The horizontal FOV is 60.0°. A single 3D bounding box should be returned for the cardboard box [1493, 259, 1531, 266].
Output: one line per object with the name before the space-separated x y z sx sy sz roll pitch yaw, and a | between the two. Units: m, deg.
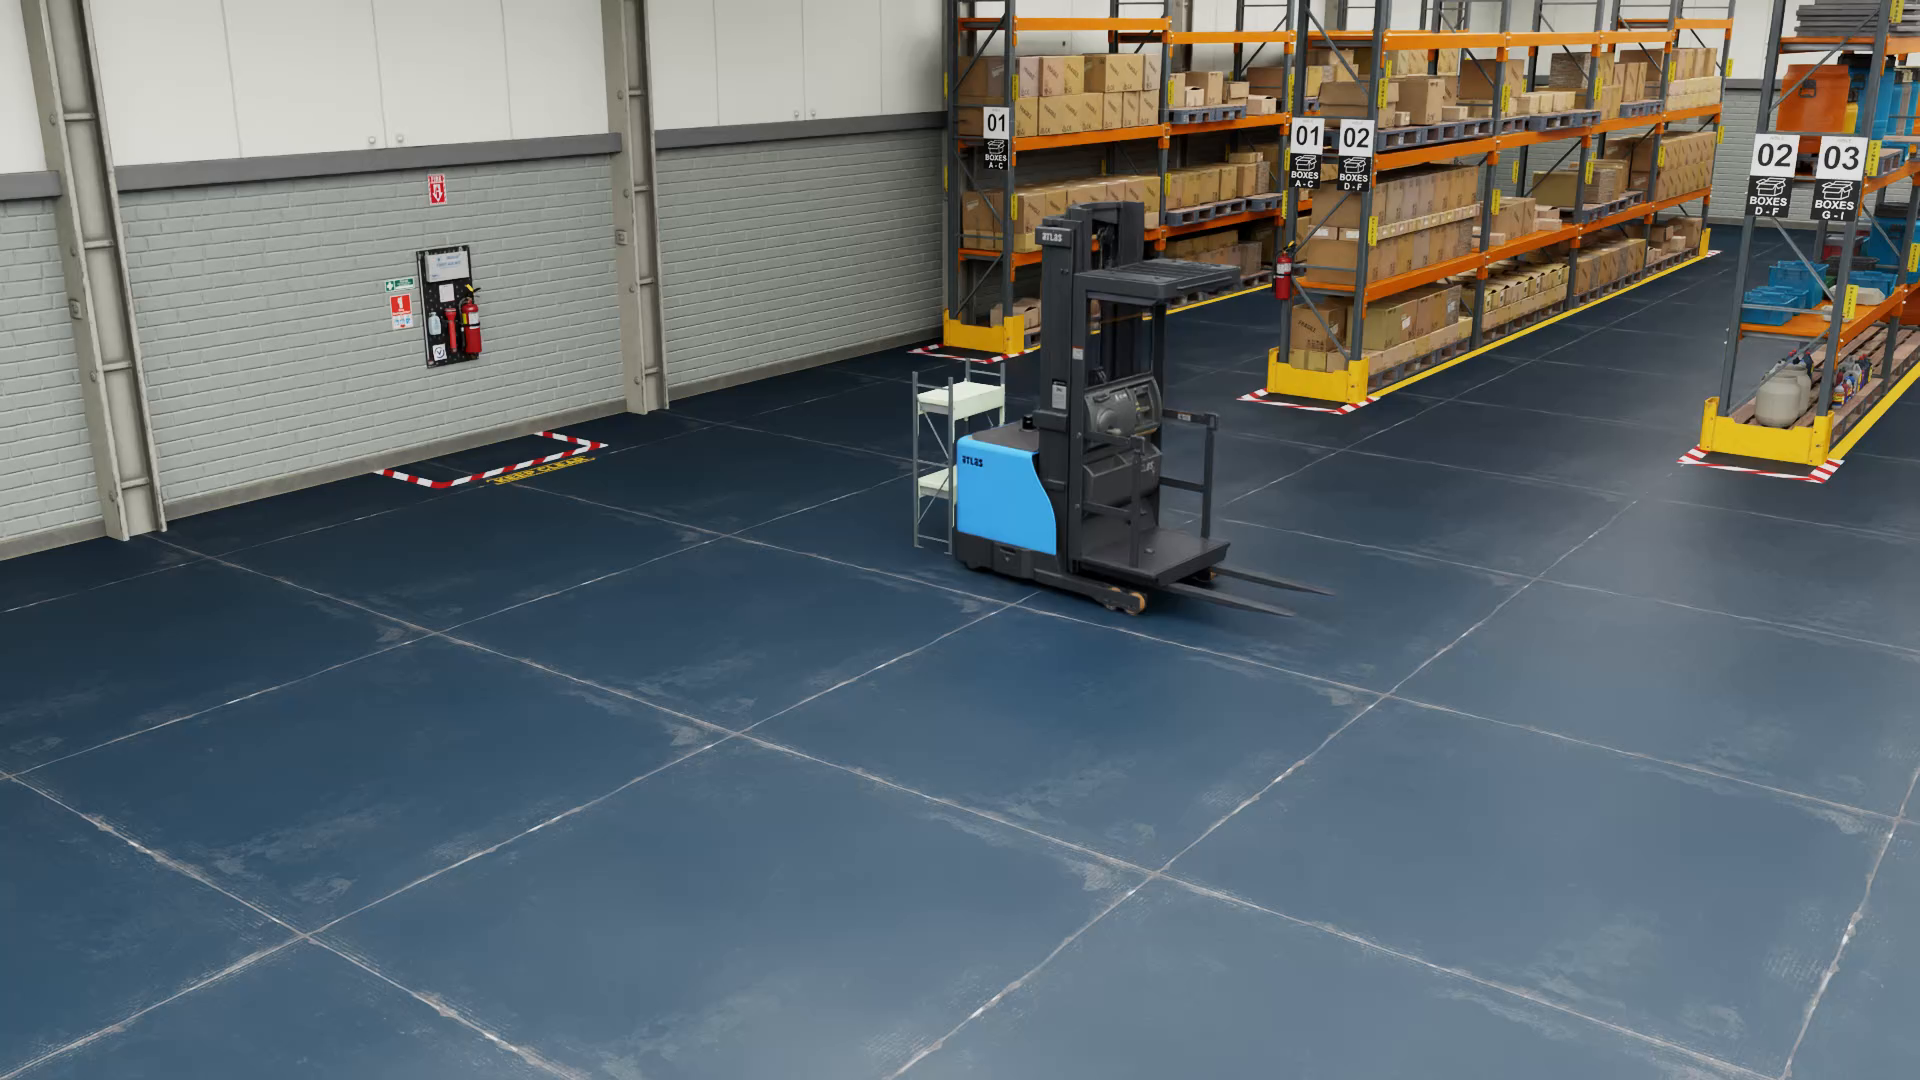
cardboard box | 8.470 -4.149 25.530 0.500 0.311 0.500 13 22 37

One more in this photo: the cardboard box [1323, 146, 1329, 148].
cardboard box | 6.129 -6.809 29.145 0.500 0.250 0.500 13 21 35

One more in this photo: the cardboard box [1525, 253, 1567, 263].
cardboard box | 9.387 -4.347 26.658 0.500 0.500 0.500 13 22 37

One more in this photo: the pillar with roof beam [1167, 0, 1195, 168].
pillar with roof beam | 7.025 -7.889 24.474 9.100 9.000 0.400 12 21 35

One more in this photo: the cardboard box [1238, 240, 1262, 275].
cardboard box | 4.650 -4.777 28.041 0.700 0.500 0.500 13 21 35

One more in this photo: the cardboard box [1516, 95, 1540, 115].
cardboard box | 7.823 -6.120 23.381 0.500 0.250 0.500 10 20 30

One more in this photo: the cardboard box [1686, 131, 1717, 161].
cardboard box | 13.740 -7.343 30.977 0.500 0.500 0.500 12 21 34

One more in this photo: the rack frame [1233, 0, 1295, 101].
rack frame | 5.037 -8.806 27.428 1.000 3.000 0.127 12 21 35

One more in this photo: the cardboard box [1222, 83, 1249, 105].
cardboard box | 4.190 -7.140 26.913 0.797 0.503 0.637 16 24 42

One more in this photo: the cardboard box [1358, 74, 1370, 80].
cardboard box | 7.640 -8.708 31.544 0.500 0.250 0.500 13 21 35

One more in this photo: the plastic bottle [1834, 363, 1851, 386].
plastic bottle | 10.210 -1.917 19.211 0.152 0.276 0.135 12 21 35

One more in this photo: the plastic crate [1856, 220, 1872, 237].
plastic crate | 11.785 -3.890 21.606 0.402 0.464 0.583 12 21 35

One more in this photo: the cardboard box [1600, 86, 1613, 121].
cardboard box | 9.555 -6.778 25.787 0.910 0.500 0.500 12 21 35

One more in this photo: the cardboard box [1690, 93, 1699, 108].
cardboard box | 12.785 -7.809 29.529 0.500 0.250 0.500 12 21 35

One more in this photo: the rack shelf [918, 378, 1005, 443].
rack shelf | -0.004 -1.087 13.900 0.431 0.370 0.720 12 21 35

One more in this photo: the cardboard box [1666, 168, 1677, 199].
cardboard box | 12.226 -6.263 29.185 0.500 0.500 0.500 13 21 36

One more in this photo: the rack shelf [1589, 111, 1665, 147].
rack shelf | 10.210 -6.632 26.698 1.077 0.370 4.000 12 21 35

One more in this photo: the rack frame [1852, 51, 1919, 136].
rack frame | 10.610 -6.103 18.723 1.000 3.000 0.127 12 21 35

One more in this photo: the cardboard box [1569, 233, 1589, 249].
cardboard box | 10.023 -4.964 27.380 0.500 0.250 0.500 12 21 34

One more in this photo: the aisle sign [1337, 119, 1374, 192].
aisle sign | 4.458 -4.333 18.756 0.394 0.787 0.004 12 21 35

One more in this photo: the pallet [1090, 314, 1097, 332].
pallet | 1.556 -3.199 24.189 1.003 0.211 1.213 12 21 35

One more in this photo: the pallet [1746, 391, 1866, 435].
pallet | 9.450 -1.462 18.595 1.003 0.211 1.213 12 21 35

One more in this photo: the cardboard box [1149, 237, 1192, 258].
cardboard box | 3.339 -4.647 26.358 0.500 0.250 0.500 12 21 34

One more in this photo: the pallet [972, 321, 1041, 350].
pallet | 0.828 -2.909 23.257 1.003 0.211 1.213 12 21 35

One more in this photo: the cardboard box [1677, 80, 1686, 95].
cardboard box | 12.187 -7.810 28.689 0.500 0.250 0.500 12 21 35

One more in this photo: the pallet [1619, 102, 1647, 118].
pallet | 10.341 -6.972 26.895 1.213 0.211 1.003 12 21 35

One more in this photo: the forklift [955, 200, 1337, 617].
forklift | 1.410 -1.016 12.573 3.031 2.935 1.130 14 22 38

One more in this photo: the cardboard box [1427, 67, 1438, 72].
cardboard box | 8.976 -9.348 32.344 0.500 0.500 0.500 11 21 32

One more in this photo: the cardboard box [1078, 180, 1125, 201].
cardboard box | 2.019 -4.879 23.853 0.500 0.500 0.500 12 21 33

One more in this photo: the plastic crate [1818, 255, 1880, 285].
plastic crate | 10.196 -3.106 19.293 0.767 0.338 0.504 12 21 35

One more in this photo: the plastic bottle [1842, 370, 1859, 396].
plastic bottle | 10.051 -1.782 18.776 0.152 0.276 0.135 13 21 36

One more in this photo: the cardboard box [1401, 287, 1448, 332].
cardboard box | 5.932 -2.974 21.426 0.500 0.500 0.500 12 21 35

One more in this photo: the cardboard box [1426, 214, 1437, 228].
cardboard box | 5.731 -4.003 20.814 0.380 0.149 0.250 13 22 36

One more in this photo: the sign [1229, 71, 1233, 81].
sign | 4.596 -7.759 28.107 0.100 0.325 0.005 12 21 35

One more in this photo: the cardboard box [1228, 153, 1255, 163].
cardboard box | 4.676 -6.342 27.605 0.380 0.149 0.250 9 19 26

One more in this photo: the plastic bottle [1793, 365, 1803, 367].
plastic bottle | 9.564 -1.862 19.032 0.152 0.276 0.135 12 21 35

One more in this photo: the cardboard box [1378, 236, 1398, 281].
cardboard box | 4.849 -3.444 20.108 0.700 0.500 0.500 13 22 36

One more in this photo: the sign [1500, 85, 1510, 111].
sign | 7.081 -5.734 21.586 0.100 0.325 0.005 12 21 35

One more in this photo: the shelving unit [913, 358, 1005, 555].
shelving unit | -0.004 -0.715 14.016 0.431 1.500 0.755 12 21 35

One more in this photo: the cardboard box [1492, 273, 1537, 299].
cardboard box | 7.996 -3.690 24.051 0.500 0.311 0.500 13 22 36

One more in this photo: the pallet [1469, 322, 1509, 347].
pallet | 7.042 -2.965 23.435 1.003 0.211 1.213 12 21 35

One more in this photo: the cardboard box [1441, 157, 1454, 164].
cardboard box | 9.508 -7.867 34.012 0.980 0.700 0.700 14 22 37

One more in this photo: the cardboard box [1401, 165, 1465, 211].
cardboard box | 6.075 -4.554 21.495 0.700 0.500 0.500 12 21 35

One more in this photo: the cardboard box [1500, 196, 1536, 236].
cardboard box | 8.031 -4.712 24.191 0.500 0.500 0.500 11 20 32

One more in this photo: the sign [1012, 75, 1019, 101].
sign | 0.706 -5.790 21.299 0.100 0.325 0.005 12 21 35

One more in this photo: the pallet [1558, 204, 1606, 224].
pallet | 9.365 -5.149 26.090 1.213 0.211 1.003 12 21 35

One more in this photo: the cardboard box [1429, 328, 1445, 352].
cardboard box | 5.942 -2.613 21.530 0.500 0.250 0.500 12 21 35

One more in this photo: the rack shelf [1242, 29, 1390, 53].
rack shelf | 6.229 -8.748 29.128 1.077 0.370 4.000 12 21 35

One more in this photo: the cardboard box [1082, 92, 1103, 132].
cardboard box | 1.628 -5.938 23.049 0.500 0.500 0.500 14 22 38

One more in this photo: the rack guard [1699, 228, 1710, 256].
rack guard | 13.739 -5.760 31.950 1.175 0.500 0.348 12 21 35

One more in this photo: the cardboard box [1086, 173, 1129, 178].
cardboard box | 2.206 -5.210 24.916 0.500 0.500 0.500 12 21 33

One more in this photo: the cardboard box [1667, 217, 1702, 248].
cardboard box | 13.658 -5.816 31.386 0.500 0.500 0.500 12 21 35

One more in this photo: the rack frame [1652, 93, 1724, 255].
rack frame | 13.785 -6.972 31.638 1.000 3.000 0.127 12 21 35

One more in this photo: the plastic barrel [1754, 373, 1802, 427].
plastic barrel | 8.558 -1.468 17.400 0.421 0.512 0.421 0 17 0

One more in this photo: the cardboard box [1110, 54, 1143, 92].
cardboard box | 2.253 -6.656 23.672 0.500 0.500 0.500 14 22 38
